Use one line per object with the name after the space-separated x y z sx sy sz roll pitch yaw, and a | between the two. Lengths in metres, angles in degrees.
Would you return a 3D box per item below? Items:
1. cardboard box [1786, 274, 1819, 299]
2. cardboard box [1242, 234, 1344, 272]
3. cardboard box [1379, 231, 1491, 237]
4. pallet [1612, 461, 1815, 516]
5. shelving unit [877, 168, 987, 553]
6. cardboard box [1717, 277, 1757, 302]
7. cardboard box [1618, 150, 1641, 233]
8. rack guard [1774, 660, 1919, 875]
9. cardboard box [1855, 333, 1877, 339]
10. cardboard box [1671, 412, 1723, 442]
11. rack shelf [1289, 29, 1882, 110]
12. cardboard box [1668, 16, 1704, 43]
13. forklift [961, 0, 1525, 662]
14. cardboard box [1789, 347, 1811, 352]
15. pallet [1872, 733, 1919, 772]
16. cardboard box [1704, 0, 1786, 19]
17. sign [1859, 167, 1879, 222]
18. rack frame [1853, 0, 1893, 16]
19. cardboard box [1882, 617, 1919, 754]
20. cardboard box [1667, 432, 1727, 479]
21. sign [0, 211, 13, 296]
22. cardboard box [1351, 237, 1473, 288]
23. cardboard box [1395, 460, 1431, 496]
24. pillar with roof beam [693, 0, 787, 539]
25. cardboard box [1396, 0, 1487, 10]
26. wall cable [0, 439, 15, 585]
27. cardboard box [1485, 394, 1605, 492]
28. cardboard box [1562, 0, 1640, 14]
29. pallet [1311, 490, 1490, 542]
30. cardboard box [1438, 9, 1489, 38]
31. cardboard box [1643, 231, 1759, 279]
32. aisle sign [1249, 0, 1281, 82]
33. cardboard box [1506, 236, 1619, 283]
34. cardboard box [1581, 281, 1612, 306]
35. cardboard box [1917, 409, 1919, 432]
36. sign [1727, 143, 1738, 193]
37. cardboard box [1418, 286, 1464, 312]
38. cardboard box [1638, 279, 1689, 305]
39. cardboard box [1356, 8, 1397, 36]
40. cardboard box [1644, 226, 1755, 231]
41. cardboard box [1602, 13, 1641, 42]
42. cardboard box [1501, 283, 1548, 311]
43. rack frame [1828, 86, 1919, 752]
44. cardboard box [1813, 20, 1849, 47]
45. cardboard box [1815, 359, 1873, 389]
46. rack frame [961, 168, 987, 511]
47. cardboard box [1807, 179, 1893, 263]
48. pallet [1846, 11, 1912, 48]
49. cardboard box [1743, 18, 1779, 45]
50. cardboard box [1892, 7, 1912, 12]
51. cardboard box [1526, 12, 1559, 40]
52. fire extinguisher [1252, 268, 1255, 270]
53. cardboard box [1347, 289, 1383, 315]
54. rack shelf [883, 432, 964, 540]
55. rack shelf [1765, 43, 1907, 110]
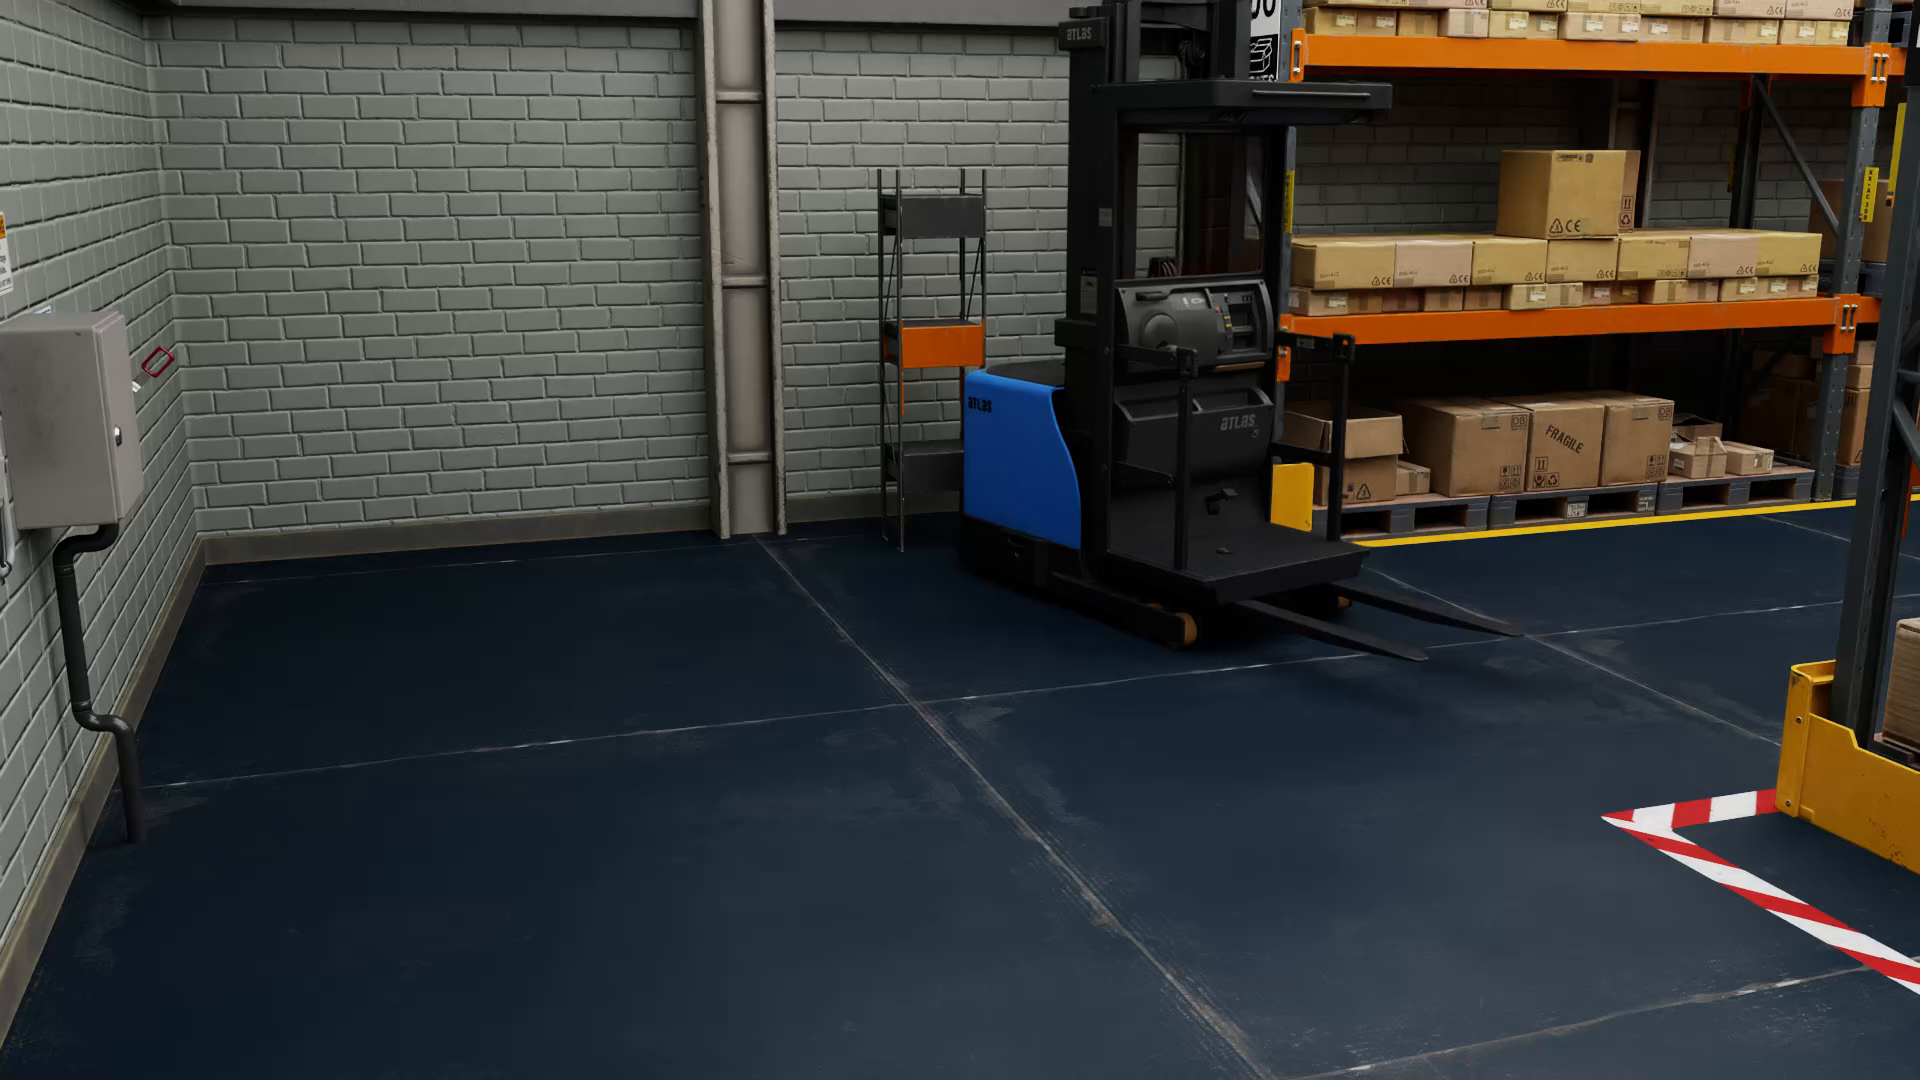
5.158 -1.610 10.472 0.250 0.149 0.380 -4 14 -17 | cardboard box
1.939 -1.680 9.904 0.500 0.250 0.500 -4 14 -16 | cardboard box
2.899 -1.753 10.212 0.500 0.250 0.500 -4 14 -16 | cardboard box
4.728 -0.404 10.885 1.213 0.211 1.003 -4 14 -18 | pallet
-0.157 -1.009 9.348 0.503 2.100 0.431 -4 14 -18 | shelving unit
4.679 -1.561 10.268 0.250 0.149 0.380 -4 14 -17 | cardboard box
3.883 -2.196 10.454 0.500 0.500 0.500 -5 14 -20 | cardboard box
3.152 0.790 5.240 0.348 0.500 1.175 -4 14 -18 | rack guard
6.035 -1.257 10.897 0.250 0.149 0.380 -5 14 -21 | cardboard box
4.678 -0.710 11.050 0.500 0.311 0.500 -4 14 -16 | cardboard box
3.484 -2.773 9.890 4.000 0.370 1.077 -4 14 -18 | rack shelf
4.145 -2.991 9.796 0.250 0.149 0.380 -4 14 -16 | cardboard box
1.253 -1.058 7.757 1.130 2.935 3.031 -9 16 -34 | forklift
5.884 -1.226 11.407 0.250 0.149 0.380 -4 14 -18 | cardboard box
3.908 0.853 5.601 1.213 0.211 1.003 -4 14 -18 | pallet
4.513 -3.211 9.859 0.500 0.250 0.500 -5 14 -20 | cardboard box
5.560 -2.114 10.177 0.005 0.325 0.100 -4 14 -18 | sign
5.379 -4.730 10.080 0.127 3.000 1.000 -4 14 -18 | rack frame
3.768 0.544 5.503 0.875 0.438 0.875 -5 14 -20 | cardboard box
4.607 -0.553 10.488 0.258 0.266 0.396 -4 14 -16 | cardboard box
-2.872 -0.852 4.958 0.001 0.242 0.339 -4 14 -18 | sign
2.582 -1.599 9.565 0.500 0.250 0.500 -4 14 -17 | cardboard box
2.613 -0.380 10.013 0.250 0.149 0.380 -5 14 -20 | cardboard box
0.118 -3.489 4.864 0.400 9.000 9.100 -4 14 -18 | pillar with roof beam
2.571 -3.062 9.232 0.500 0.250 0.500 -4 14 -17 | cardboard box
-2.625 -0.811 4.373 0.122 1.984 0.588 -4 14 -18 | wall cable
3.554 -0.600 10.178 0.500 0.500 0.500 -4 14 -17 | cardboard box
3.543 -3.140 9.561 0.500 0.250 0.500 -5 14 -19 | cardboard box
2.415 -0.224 10.128 1.213 0.211 1.003 -4 14 -18 | pallet
2.722 -2.862 9.252 0.250 0.149 0.380 -4 14 -17 | cardboard box
4.504 -1.752 10.206 0.500 0.250 0.500 -4 14 -18 | cardboard box
1.617 -2.711 8.941 0.004 0.787 0.394 -4 14 -18 | aisle sign
3.539 -1.680 9.904 0.500 0.250 0.500 -5 14 -20 | cardboard box
3.689 -1.500 10.010 0.250 0.149 0.380 -4 14 -18 | cardboard box
6.411 -0.827 11.132 0.500 0.500 0.500 -5 14 -19 | cardboard box
5.199 -2.496 11.151 0.005 0.325 0.100 -4 14 -18 | sign
2.711 -1.419 9.669 0.250 0.149 0.380 -4 14 -16 | cardboard box
4.189 -1.523 10.107 0.250 0.149 0.380 -5 14 -19 | cardboard box
2.205 -2.851 9.205 0.250 0.149 0.380 -4 14 -17 | cardboard box
4.824 -1.905 10.853 0.500 0.250 0.500 -5 14 -19 | cardboard box
3.683 -2.937 9.568 0.250 0.149 0.380 -4 14 -17 | cardboard box
3.224 -1.442 9.765 0.250 0.149 0.380 -5 14 -20 | cardboard box
3.175 -0.427 4.958 0.127 3.000 1.000 -4 14 -18 | rack frame
5.133 -3.057 10.073 0.250 0.149 0.380 -5 14 -18 | cardboard box
5.804 -1.083 10.806 0.250 0.149 0.380 -4 14 -15 | cardboard box
0.074 -1.027 9.424 0.015 2.100 0.400 -4 14 -18 | rack frame
5.909 -2.051 10.658 0.500 0.500 0.700 -4 14 -17 | cardboard box
6.020 -3.212 10.587 1.003 0.211 1.213 -4 14 -18 | pallet
4.642 -3.022 9.924 0.250 0.149 0.380 -4 14 -16 | cardboard box
5.871 -3.462 10.654 0.250 0.149 0.380 -4 14 -17 | cardboard box
3.183 -2.914 9.473 0.250 0.149 0.380 -5 14 -19 | cardboard box
1.596 -1.185 9.114 0.183 0.674 0.296 -4 14 -18 | fire extinguisher
2.214 -1.387 9.533 0.250 0.149 0.380 -4 14 -17 | cardboard box
-0.157 -0.315 9.514 0.480 0.518 0.431 -4 14 -18 | rack shelf
7.275 -3.068 11.131 4.000 0.370 1.077 -4 14 -18 | rack shelf
